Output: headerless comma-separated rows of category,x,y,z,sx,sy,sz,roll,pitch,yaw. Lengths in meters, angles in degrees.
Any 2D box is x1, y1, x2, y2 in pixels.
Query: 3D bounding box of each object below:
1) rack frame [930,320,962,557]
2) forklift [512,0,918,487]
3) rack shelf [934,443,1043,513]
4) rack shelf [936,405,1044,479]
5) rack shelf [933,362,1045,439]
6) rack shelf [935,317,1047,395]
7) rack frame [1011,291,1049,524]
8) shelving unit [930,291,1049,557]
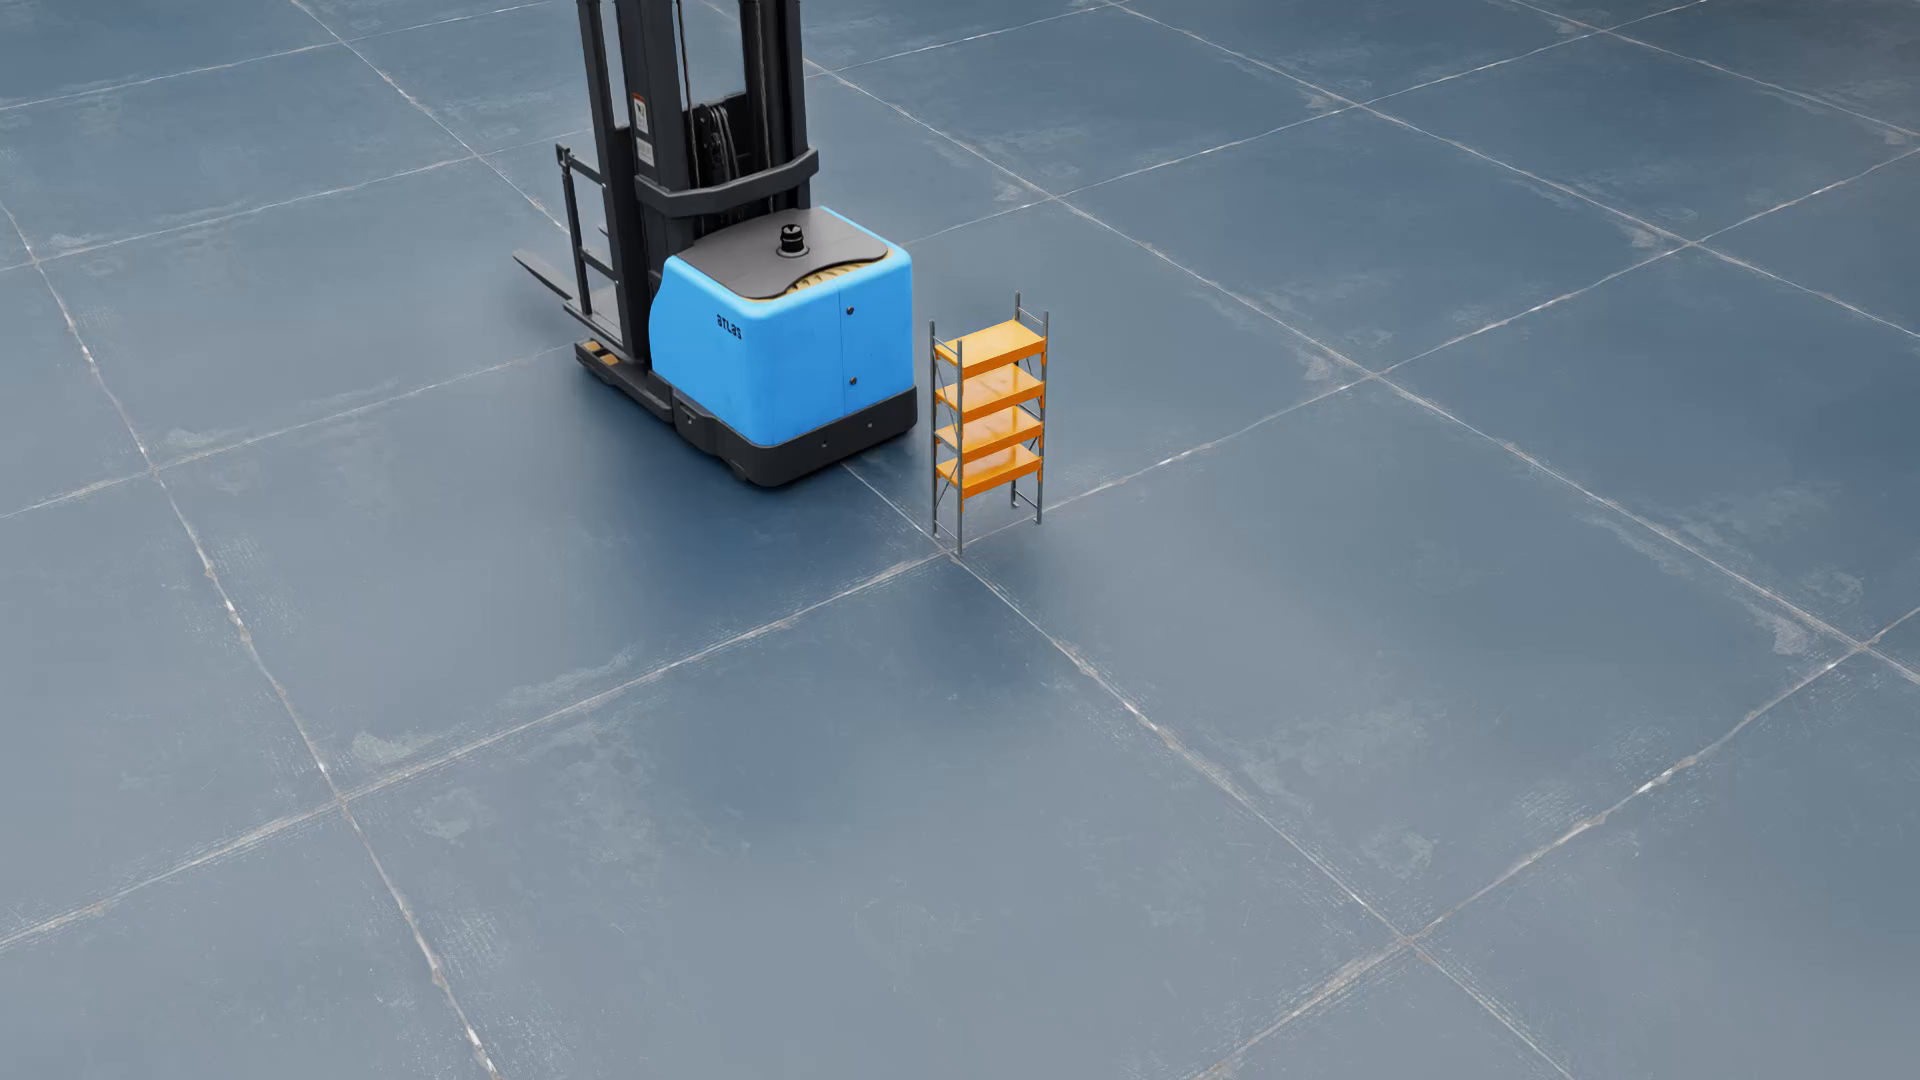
rack frame,-0.064,-0.461,7.863,0.015,1.200,0.240,-22,41,-28
forklift,-1.563,-2.251,8.870,1.130,2.935,3.031,-26,43,-32
rack shelf,0.135,-0.327,8.132,0.480,0.148,0.258,-22,41,-28
rack shelf,0.135,-0.488,8.016,0.480,0.148,0.258,-22,41,-28
rack shelf,0.135,-0.670,7.886,0.480,0.148,0.258,-22,41,-28
rack shelf,0.135,-0.862,7.748,0.480,0.148,0.258,-22,41,-28
rack frame,0.335,-0.625,8.091,0.015,1.200,0.240,-22,41,-28
shelving unit,0.135,-0.543,7.977,0.503,1.200,0.258,-22,41,-28
